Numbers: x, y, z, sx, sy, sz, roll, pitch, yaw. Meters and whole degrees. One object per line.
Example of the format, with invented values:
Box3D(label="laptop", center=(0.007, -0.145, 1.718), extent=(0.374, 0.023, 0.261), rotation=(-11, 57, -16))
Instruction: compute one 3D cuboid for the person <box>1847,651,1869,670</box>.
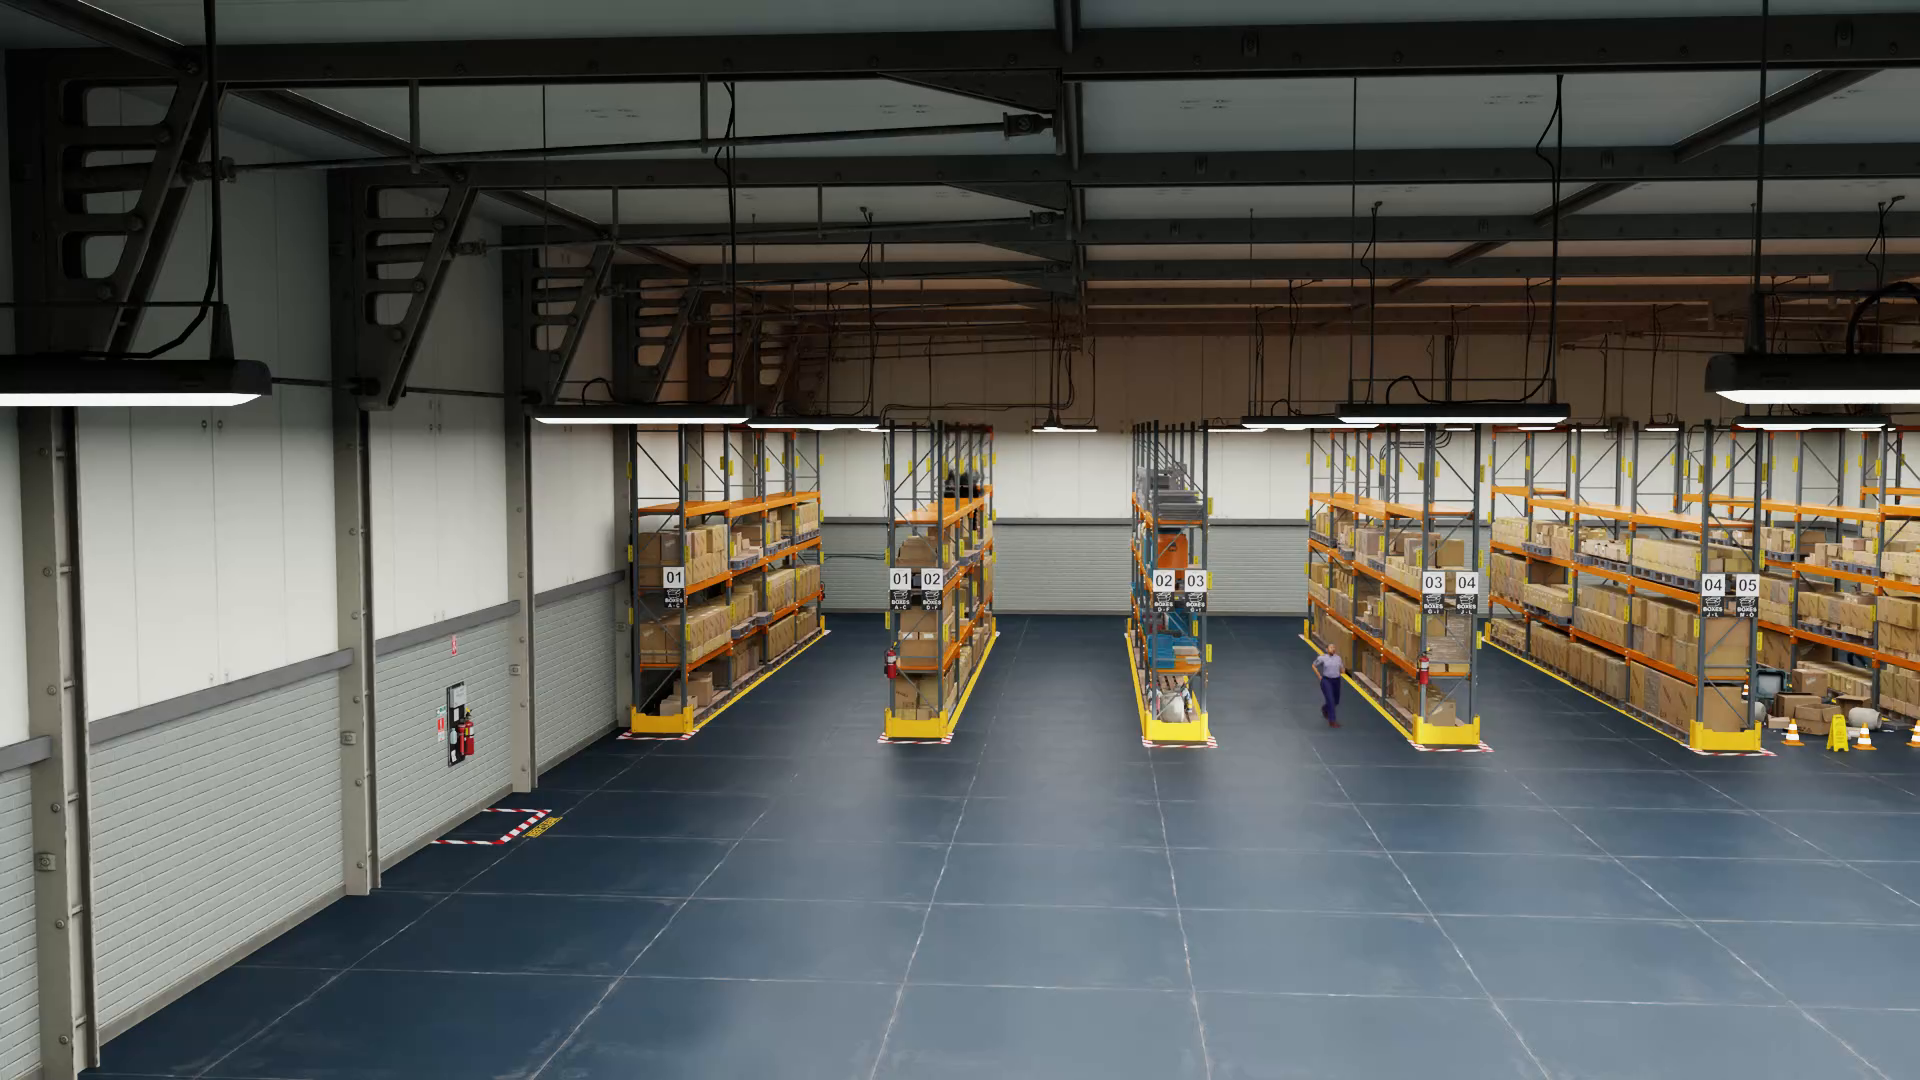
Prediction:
Box3D(label="person", center=(21.174, 2.442, 39.249), extent=(0.546, 1.594, 0.855), rotation=(0, 4, 0))

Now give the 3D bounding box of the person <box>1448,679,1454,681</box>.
Box3D(label="person", center=(11.453, 2.396, 38.791), extent=(0.639, 1.743, 0.645), rotation=(0, 4, 0))

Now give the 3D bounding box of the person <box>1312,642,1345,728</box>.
Box3D(label="person", center=(7.288, 2.830, 32.754), extent=(0.615, 1.611, 0.913), rotation=(-1, 4, -18))
